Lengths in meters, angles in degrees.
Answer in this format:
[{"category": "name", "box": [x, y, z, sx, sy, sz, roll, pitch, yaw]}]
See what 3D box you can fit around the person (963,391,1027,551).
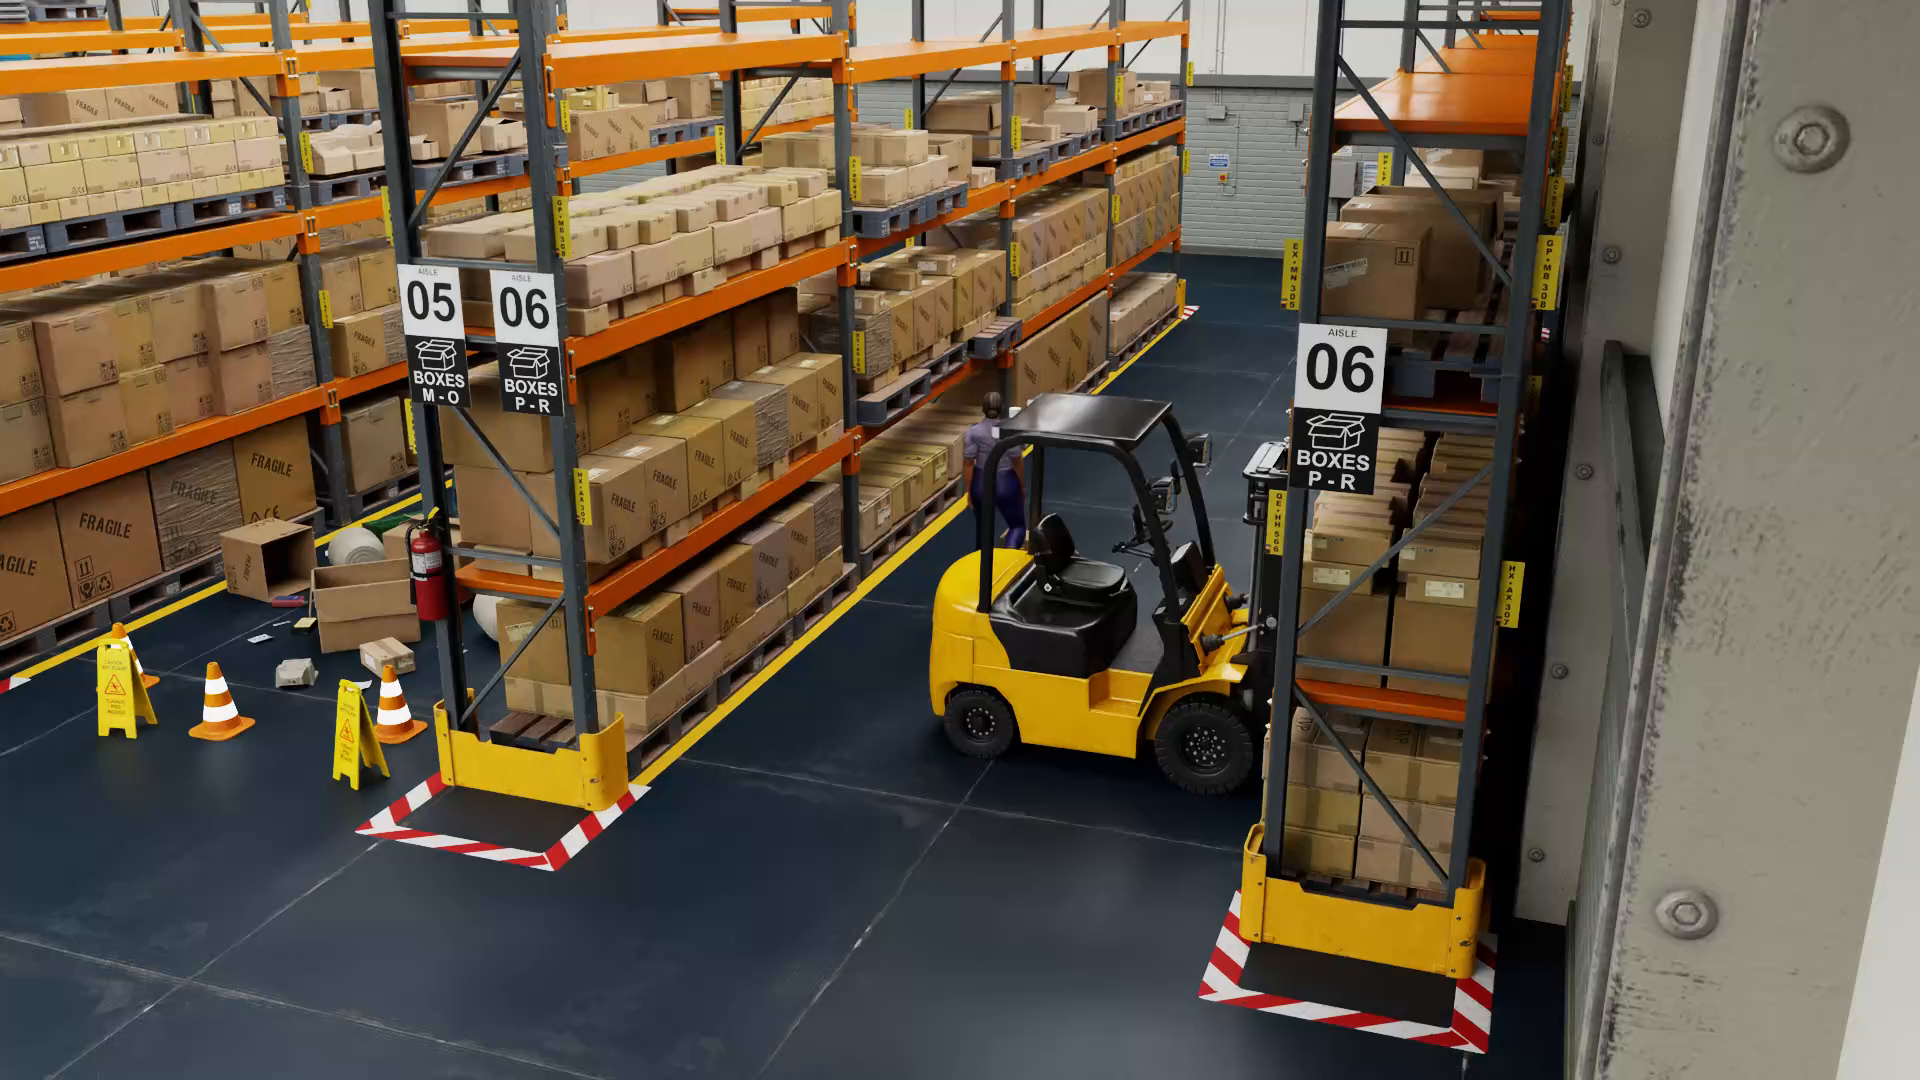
[{"category": "person", "box": [0.286, -0.414, 13.260, 0.491, 1.622, 0.752, 5, 19, 13]}]
